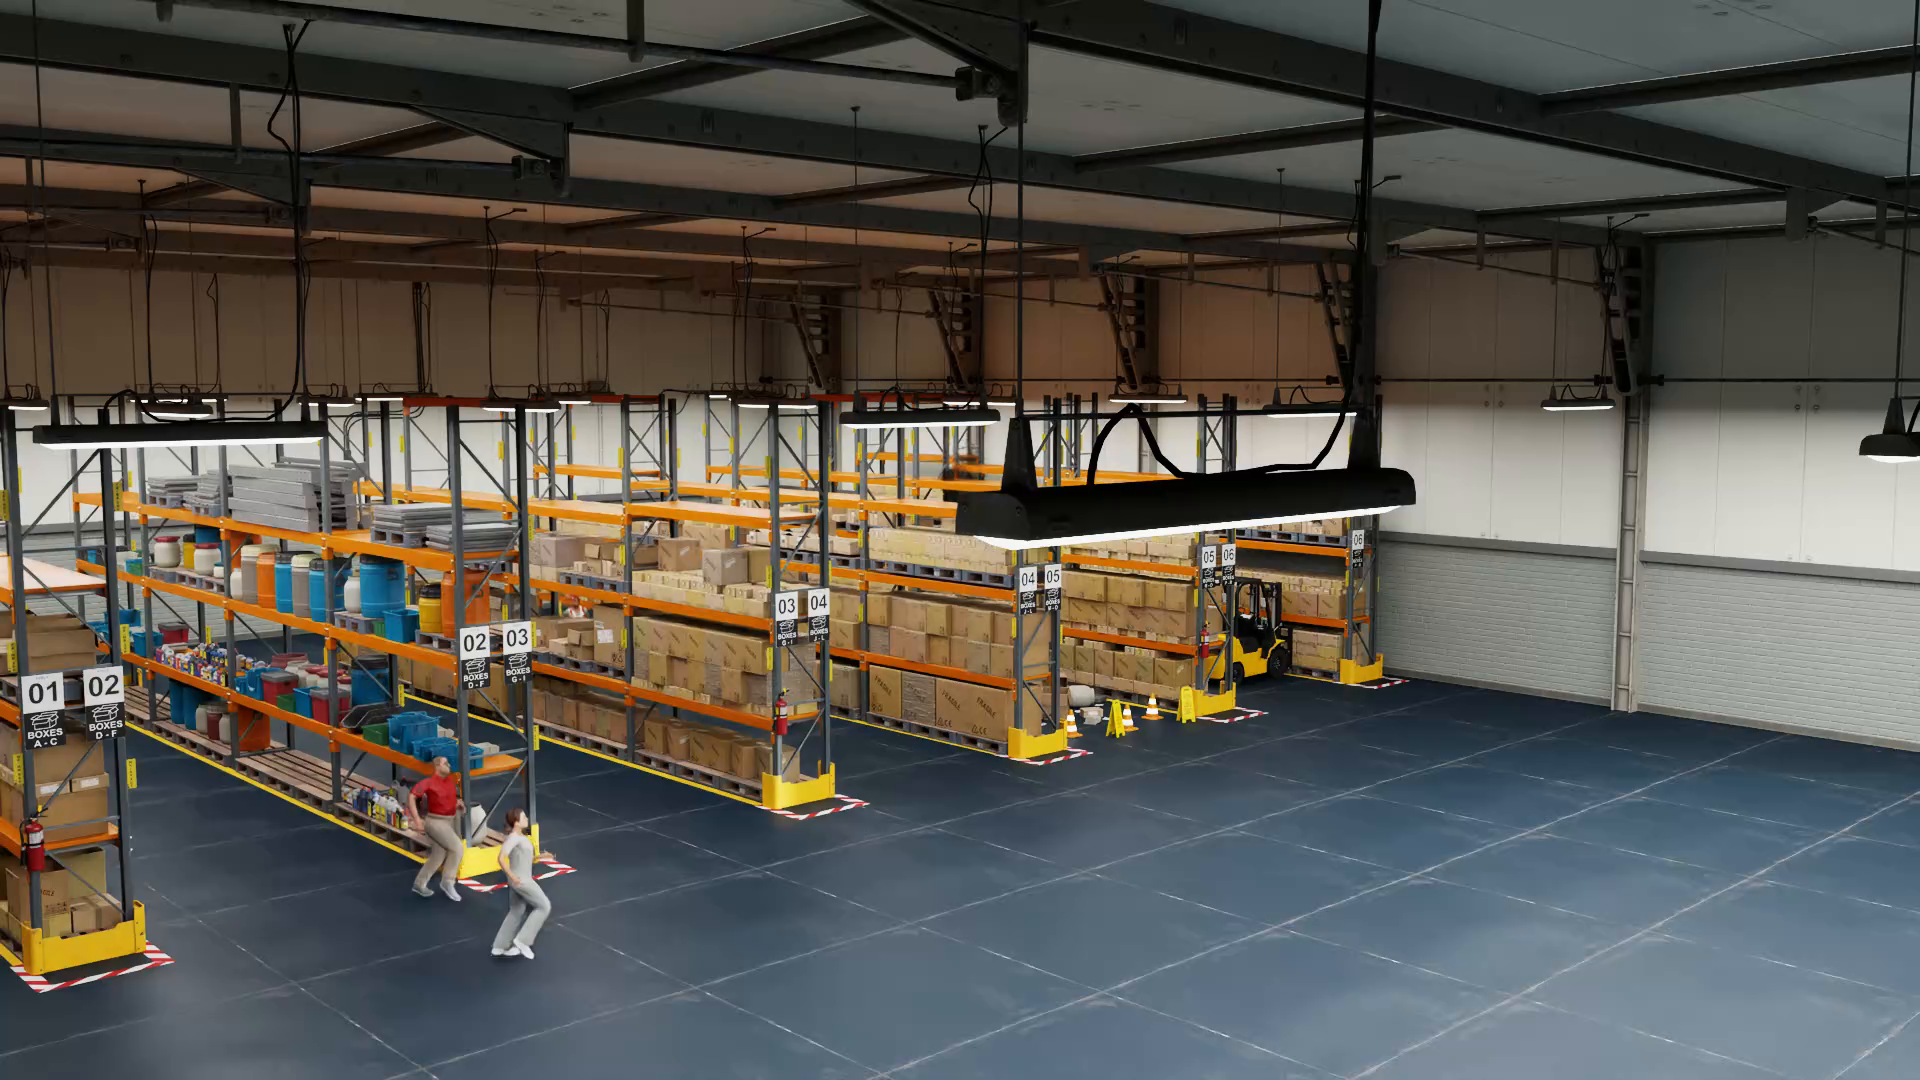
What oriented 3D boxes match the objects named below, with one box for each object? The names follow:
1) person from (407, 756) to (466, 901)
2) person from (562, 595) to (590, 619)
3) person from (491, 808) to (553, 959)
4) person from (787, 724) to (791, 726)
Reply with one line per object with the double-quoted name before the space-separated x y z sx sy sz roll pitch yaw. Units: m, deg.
"person" -6.354 3.515 20.402 0.691 1.707 0.660 1 6 8
"person" -8.205 2.029 35.583 0.651 1.756 0.619 -4 7 -34
"person" -4.783 3.743 18.154 0.682 1.666 0.538 -2 6 -18
"person" -3.335 2.540 30.413 0.589 1.721 0.690 3 6 31
